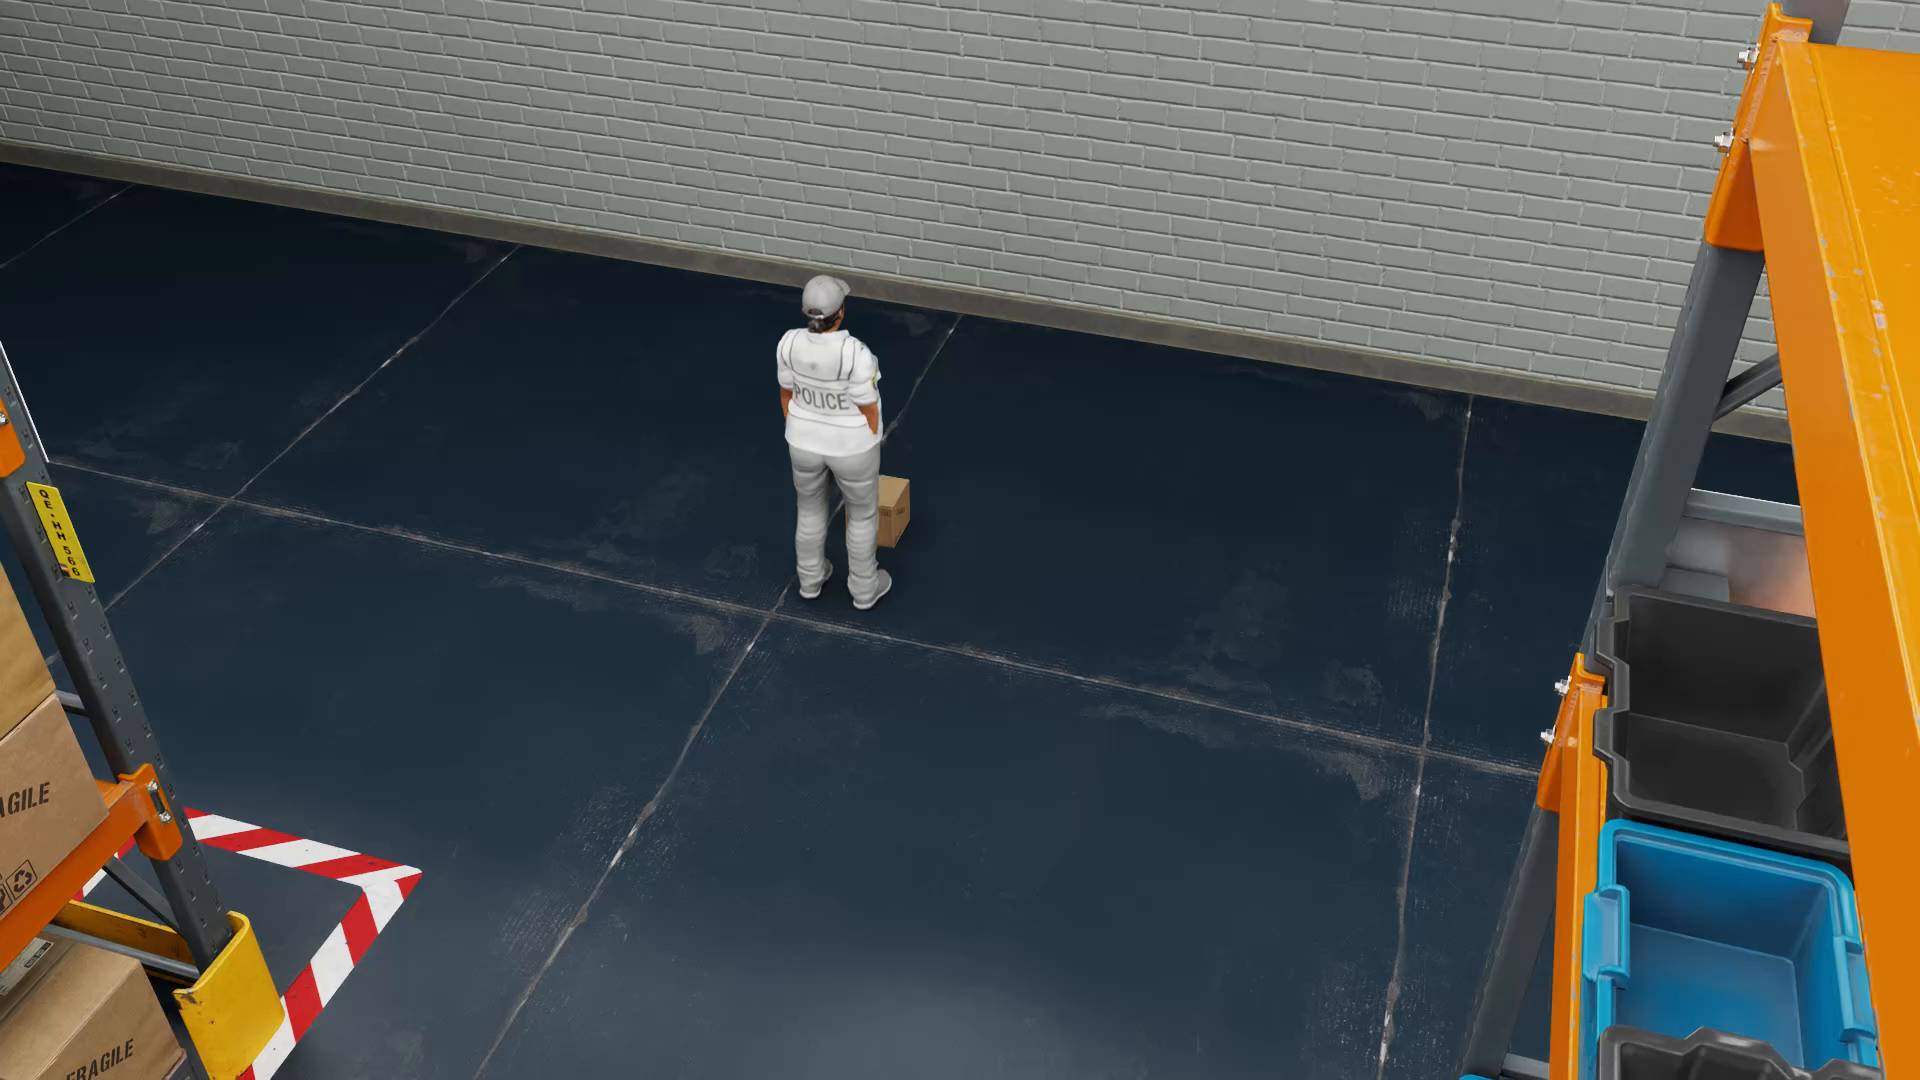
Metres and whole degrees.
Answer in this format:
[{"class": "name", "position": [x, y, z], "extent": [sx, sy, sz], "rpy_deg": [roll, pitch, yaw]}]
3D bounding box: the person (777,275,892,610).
[{"class": "person", "position": [-0.567, -0.440, 7.467], "extent": [0.467, 1.668, 0.392], "rpy_deg": [12, 39, 15]}]
